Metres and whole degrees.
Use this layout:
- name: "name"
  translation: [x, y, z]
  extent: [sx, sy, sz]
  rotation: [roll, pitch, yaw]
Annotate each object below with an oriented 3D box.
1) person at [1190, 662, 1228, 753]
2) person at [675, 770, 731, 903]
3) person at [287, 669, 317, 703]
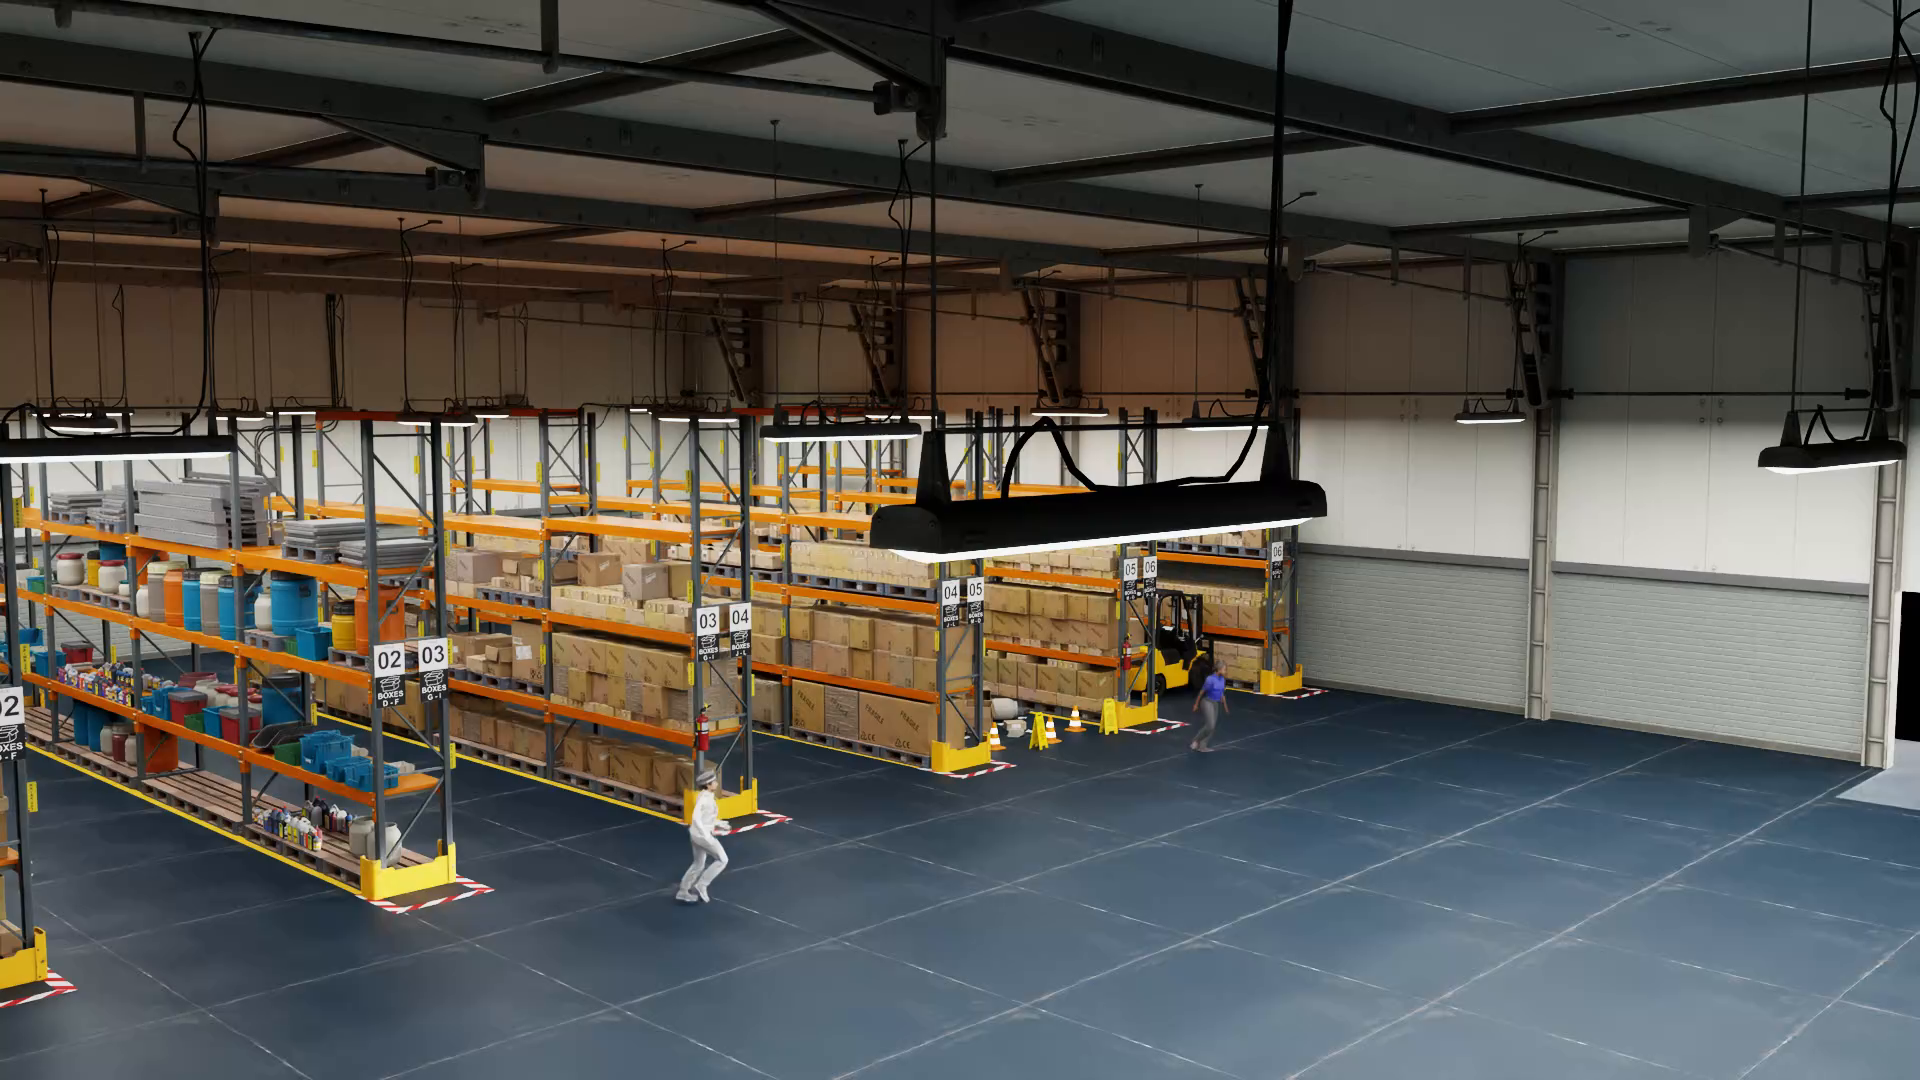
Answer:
- name: "person"
  translation: [4.386, 2.945, 29.256]
  extent: [0.530, 1.627, 0.613]
  rotation: [4, 7, 40]
- name: "person"
  translation: [-3.176, 3.679, 20.628]
  extent: [0.710, 1.651, 0.567]
  rotation: [-1, 5, -16]
- name: "person"
  translation: [-11.661, 2.879, 29.420]
  extent: [0.582, 1.732, 0.727]
  rotation: [-5, 7, -45]
